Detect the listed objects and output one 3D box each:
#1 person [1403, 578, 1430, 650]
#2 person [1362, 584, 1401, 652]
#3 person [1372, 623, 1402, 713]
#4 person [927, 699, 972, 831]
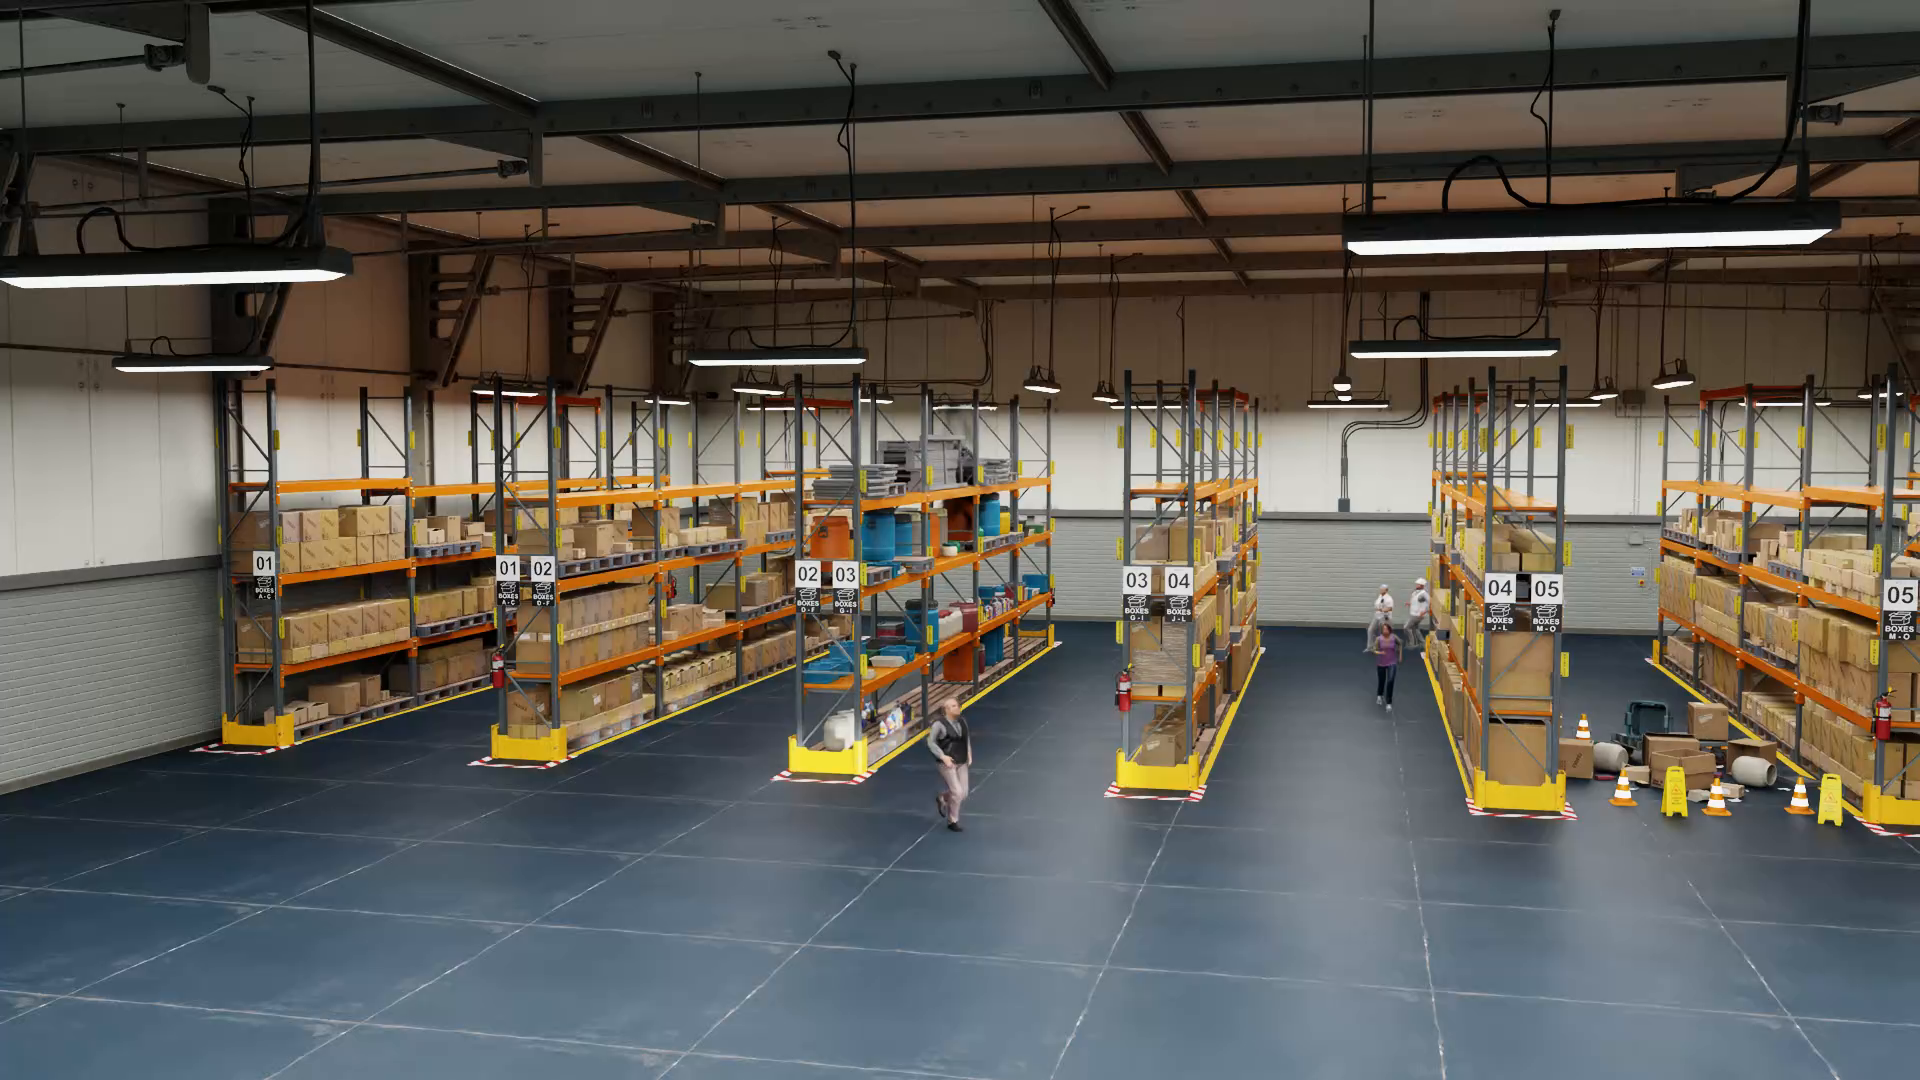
[{"bbox_3d":[10.887,1.785,39.632,0.638,1.781,0.660,0,3,7],"label":"person"},{"bbox_3d":[10.004,1.862,39.230,0.831,1.644,0.633,-1,4,-16],"label":"person"},{"bbox_3d":[7.929,2.350,30.888,0.548,1.628,0.833,1,4,14],"label":"person"},{"bbox_3d":[-0.149,2.878,21.481,0.687,1.683,0.641,-3,5,-43],"label":"person"}]
